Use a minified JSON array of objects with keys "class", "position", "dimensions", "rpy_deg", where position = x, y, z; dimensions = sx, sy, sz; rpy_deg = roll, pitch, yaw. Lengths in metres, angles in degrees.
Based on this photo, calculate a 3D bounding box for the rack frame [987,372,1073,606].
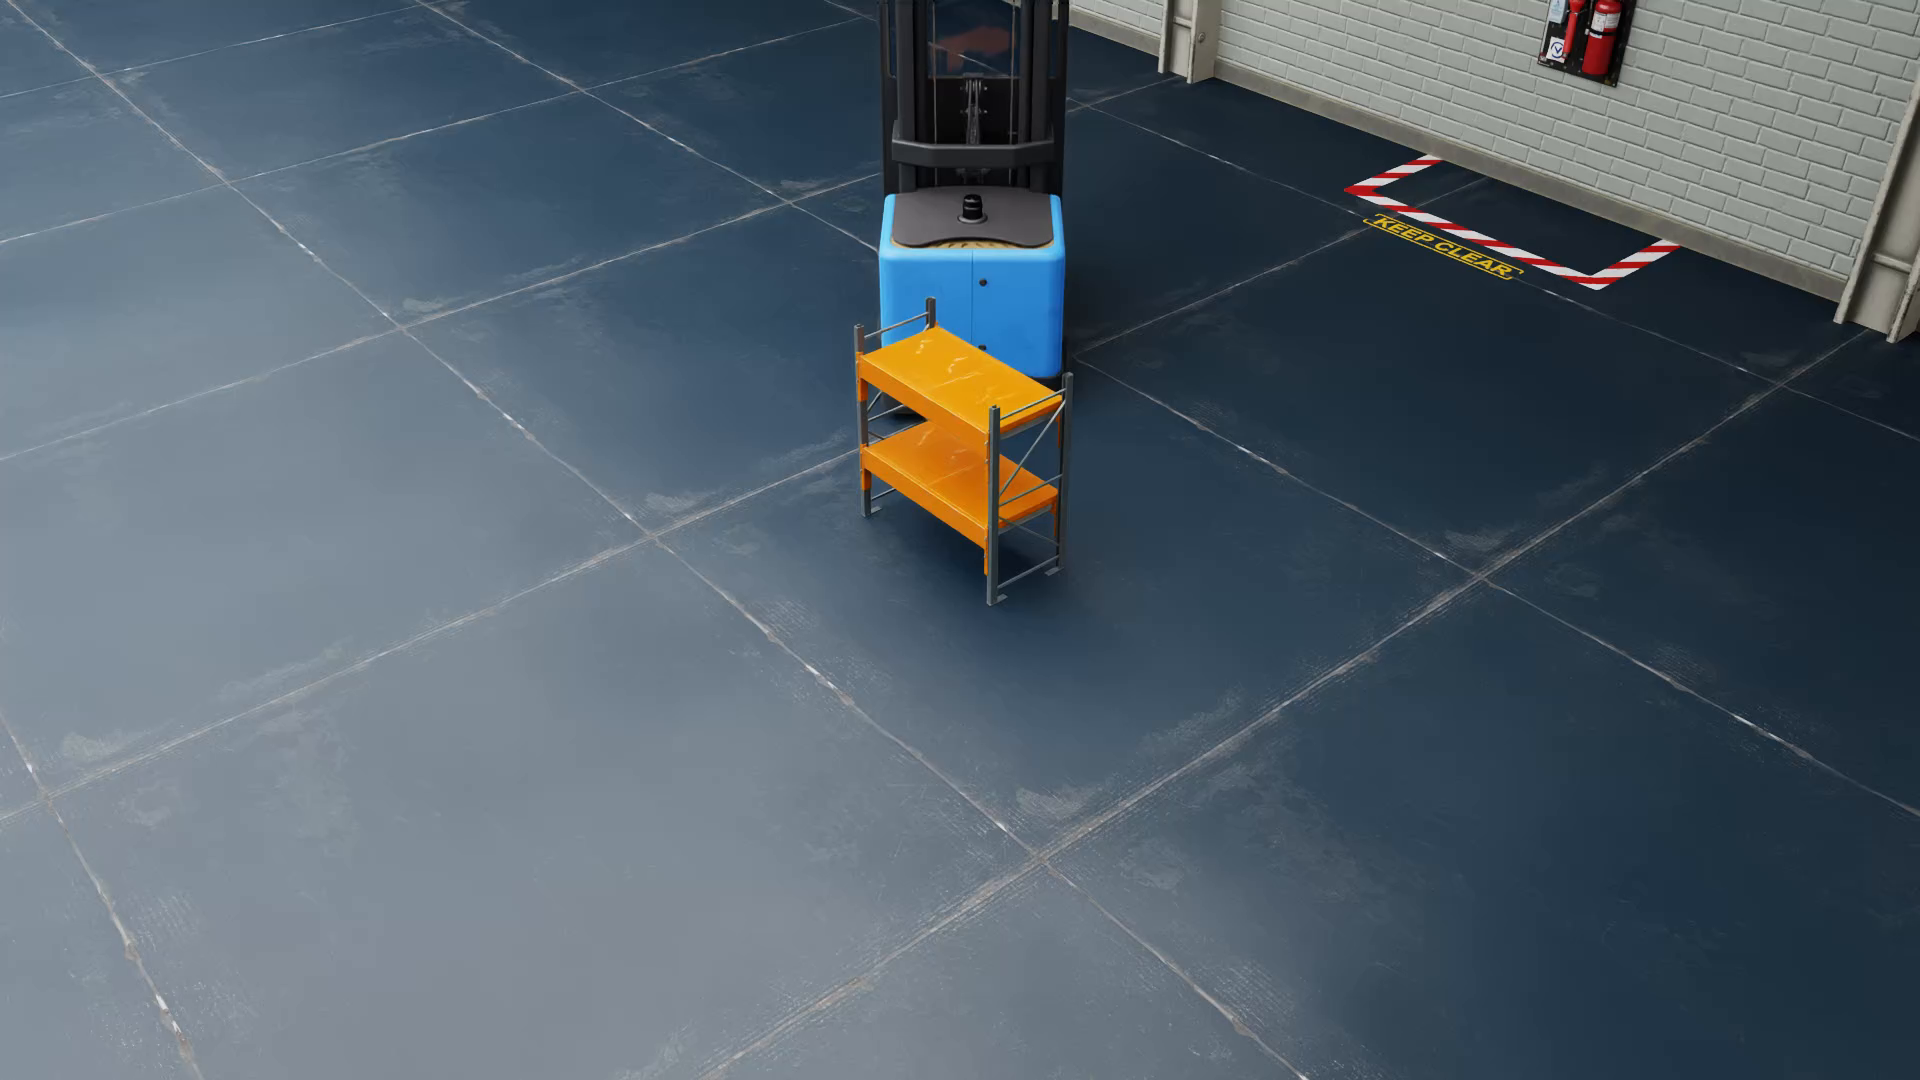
[{"class":"rack frame","position":[0.332,-0.232,8.005],"dimensions":[0.500,1.125,0.032],"rpy_deg":[-26,43,-32]}]

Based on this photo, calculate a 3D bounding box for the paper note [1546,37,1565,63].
[{"class":"paper note","position":[4.197,-3.444,11.681],"dimensions":[0.016,0.148,0.142],"rpy_deg":[-26,43,-32]}]

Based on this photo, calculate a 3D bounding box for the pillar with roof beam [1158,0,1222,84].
[{"class":"pillar with roof beam","position":[-1.336,-6.086,9.458],"dimensions":[9.100,9.000,0.400],"rpy_deg":[-26,43,-32]}]

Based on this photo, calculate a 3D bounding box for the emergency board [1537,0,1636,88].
[{"class":"emergency board","position":[4.259,-3.699,11.279],"dimensions":[0.194,1.169,0.643],"rpy_deg":[-26,43,-32]}]

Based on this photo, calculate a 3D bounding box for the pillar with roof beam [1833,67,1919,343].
[{"class":"pillar with roof beam","position":[2.536,-3.437,5.718],"dimensions":[9.100,9.000,0.400],"rpy_deg":[-26,43,-32]}]

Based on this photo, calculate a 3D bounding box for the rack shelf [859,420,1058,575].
[{"class":"rack shelf","position":[0.004,-0.257,8.463],"dimensions":[0.538,0.278,1.000],"rpy_deg":[-26,43,-32]}]

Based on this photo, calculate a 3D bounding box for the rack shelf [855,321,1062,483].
[{"class":"rack shelf","position":[0.004,-0.695,8.153],"dimensions":[0.538,0.278,1.000],"rpy_deg":[-26,43,-32]}]

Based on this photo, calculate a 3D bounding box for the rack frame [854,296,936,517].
[{"class":"rack frame","position":[-0.324,-0.680,8.639],"dimensions":[0.500,1.125,0.032],"rpy_deg":[-26,43,-32]}]

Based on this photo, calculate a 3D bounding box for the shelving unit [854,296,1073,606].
[{"class":"shelving unit","position":[0.004,-0.456,8.322],"dimensions":[0.538,1.125,1.048],"rpy_deg":[-26,43,-32]}]

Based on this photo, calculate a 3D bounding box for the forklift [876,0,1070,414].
[{"class":"forklift","position":[0.080,-2.735,9.977],"dimensions":[1.130,2.935,3.031],"rpy_deg":[0,35,0]}]
